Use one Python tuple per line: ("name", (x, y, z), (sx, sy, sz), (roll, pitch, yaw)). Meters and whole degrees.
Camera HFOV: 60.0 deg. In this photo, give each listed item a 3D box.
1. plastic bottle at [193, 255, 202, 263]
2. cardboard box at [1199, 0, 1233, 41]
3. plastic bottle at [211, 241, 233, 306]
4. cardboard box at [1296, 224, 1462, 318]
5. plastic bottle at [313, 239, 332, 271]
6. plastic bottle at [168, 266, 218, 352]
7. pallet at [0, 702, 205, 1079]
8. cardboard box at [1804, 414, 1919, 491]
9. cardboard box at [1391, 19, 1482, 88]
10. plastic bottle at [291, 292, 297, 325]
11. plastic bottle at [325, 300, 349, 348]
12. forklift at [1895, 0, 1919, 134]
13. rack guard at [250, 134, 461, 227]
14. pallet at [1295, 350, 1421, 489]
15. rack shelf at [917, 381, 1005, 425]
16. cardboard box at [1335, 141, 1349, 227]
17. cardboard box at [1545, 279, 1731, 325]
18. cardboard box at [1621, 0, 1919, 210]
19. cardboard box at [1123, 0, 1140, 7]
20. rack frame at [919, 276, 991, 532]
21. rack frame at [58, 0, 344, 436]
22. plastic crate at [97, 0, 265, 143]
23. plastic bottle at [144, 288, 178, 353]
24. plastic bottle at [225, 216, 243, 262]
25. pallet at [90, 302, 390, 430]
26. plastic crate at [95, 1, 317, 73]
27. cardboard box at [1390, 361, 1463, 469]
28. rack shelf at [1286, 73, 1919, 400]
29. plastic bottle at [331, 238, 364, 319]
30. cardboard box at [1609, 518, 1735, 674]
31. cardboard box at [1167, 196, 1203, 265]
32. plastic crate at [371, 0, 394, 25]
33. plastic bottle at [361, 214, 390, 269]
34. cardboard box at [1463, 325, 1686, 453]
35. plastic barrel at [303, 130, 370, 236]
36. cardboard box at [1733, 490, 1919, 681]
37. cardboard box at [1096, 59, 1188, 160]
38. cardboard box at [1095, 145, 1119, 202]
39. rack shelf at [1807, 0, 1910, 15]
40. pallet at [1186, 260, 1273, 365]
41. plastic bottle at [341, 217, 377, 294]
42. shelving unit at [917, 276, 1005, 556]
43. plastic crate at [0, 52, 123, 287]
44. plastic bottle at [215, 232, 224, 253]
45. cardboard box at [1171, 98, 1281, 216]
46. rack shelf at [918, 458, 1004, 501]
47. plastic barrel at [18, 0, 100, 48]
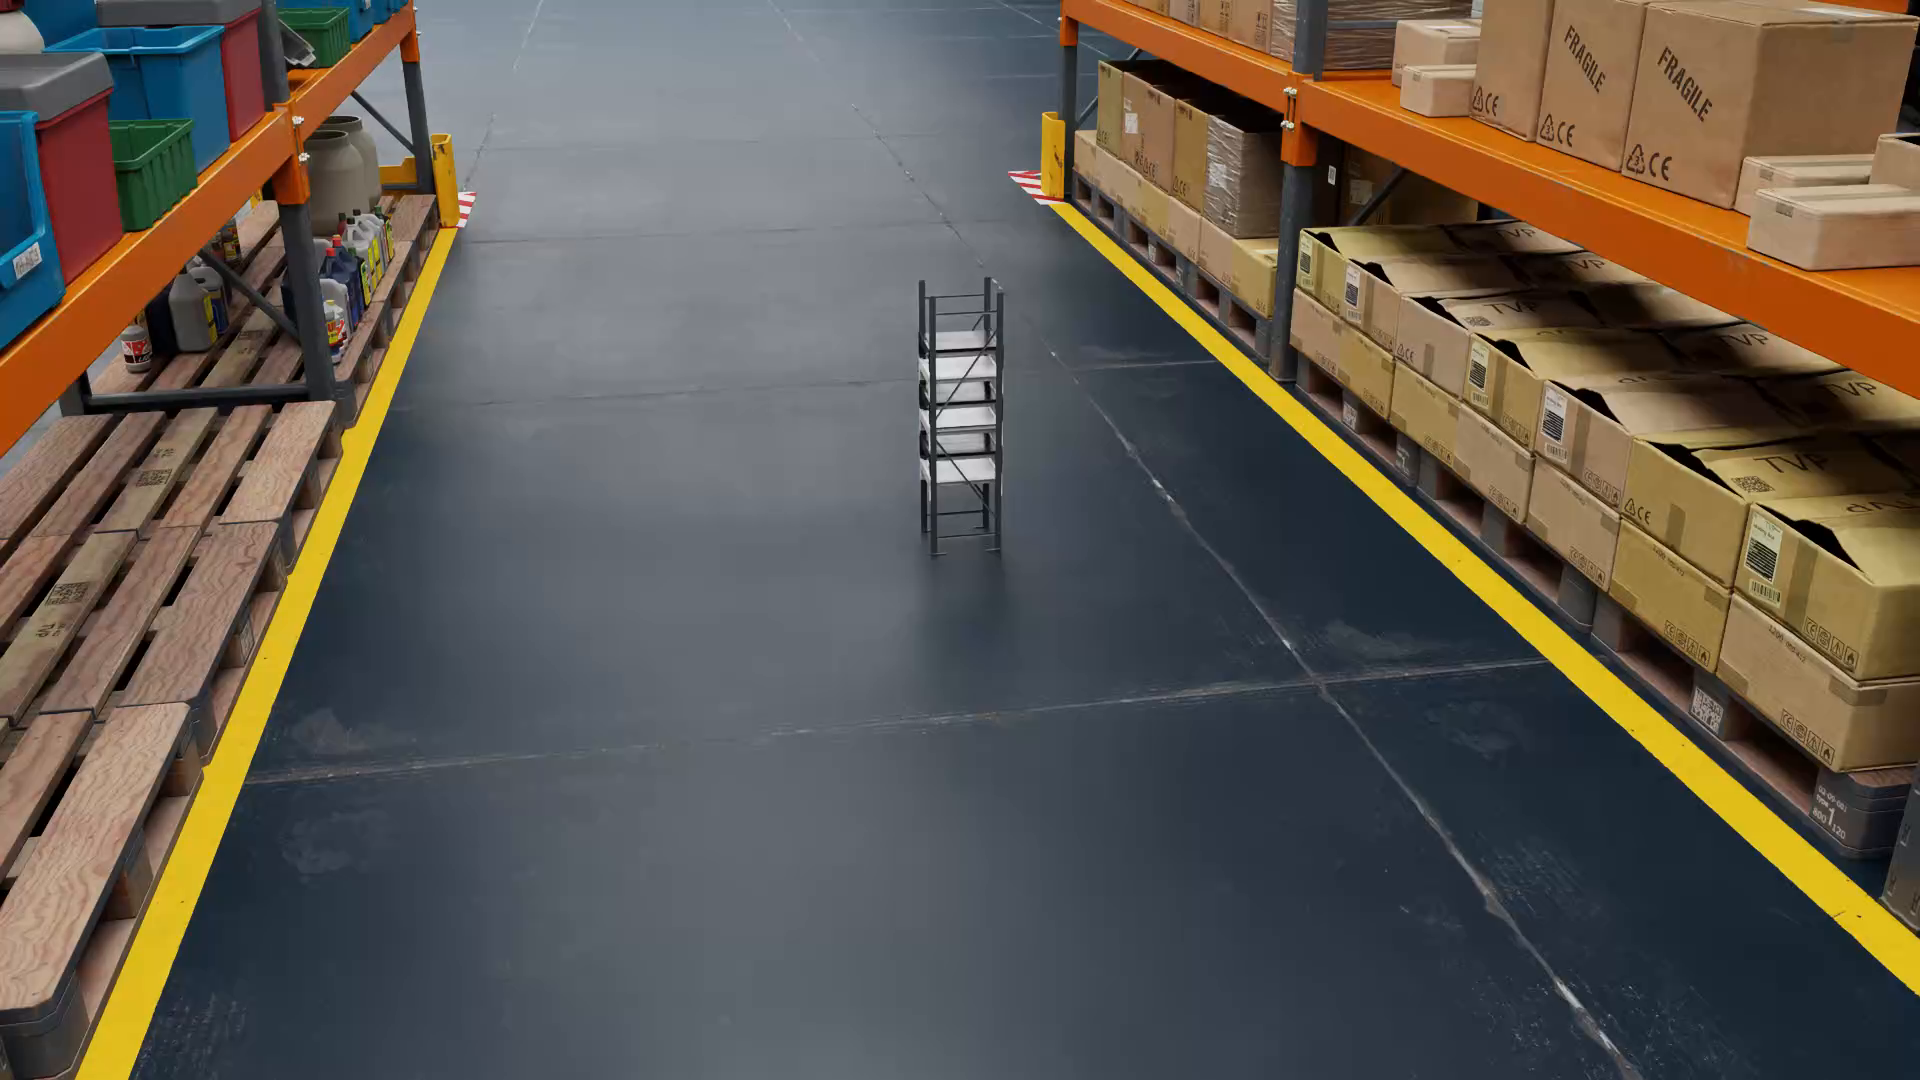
("plastic bottle", (-3.513, -1.210, 7.627), (0.152, 0.276, 0.135), (-4, 24, -9))
("cardboard box", (1.598, -2.748, 8.169), (0.700, 0.500, 0.500), (-4, 24, -9))
("plastic bottle", (-3.408, -1.222, 7.644), (0.061, 0.283, 0.133), (-4, 24, -10))
("cardboard box", (1.711, -1.132, 6.804), (0.500, 0.311, 0.500), (-4, 24, -10))
("plastic bottle", (-2.985, -1.280, 7.787), (0.152, 0.276, 0.135), (-4, 24, -10))
("plastic bottle", (-3.250, -0.989, 7.026), (0.144, 0.351, 0.185), (-4, 24, -10))
("pallet", (-2.355, 0.785, 3.688), (1.003, 0.211, 1.213), (-4, 24, -10))
("cardboard box", (2.705, -0.173, 4.609), (0.500, 0.311, 0.500), (-5, 24, -11))
("cardboard box", (2.013, -1.864, 6.458), (0.500, 0.250, 0.500), (-3, 24, -6))
("plastic bottle", (-2.809, -0.990, 7.113), (0.061, 0.283, 0.133), (-4, 24, -10))
("plastic bottle", (-2.655, -0.915, 7.044), (0.097, 0.201, 0.097), (0, 24, 0))
("forklift", (4.863, -2.154, 7.020), (3.031, 2.935, 1.130), (7, 25, 16))
("rack guard", (-3.669, -2.160, 10.070), (1.175, 0.500, 0.348), (-4, 24, -10))
("pallet", (2.054, -0.559, 6.765), (1.003, 0.211, 1.213), (-4, 24, -10))
("rack shelf", (0.001, -0.461, 5.540), (0.258, 0.077, 0.200), (-4, 24, -10))
("cardboard box", (2.001, -1.801, 8.100), (0.500, 0.500, 0.500), (-4, 24, -10))
("cardboard box", (2.428, -0.774, 5.985), (0.500, 0.311, 0.500), (-4, 24, -10))
("cardboard box", (2.293, -1.255, 4.750), (0.500, 0.500, 0.500), (-6, 24, -13))
("cardboard box", (1.315, -3.352, 9.552), (0.700, 0.500, 0.500), (-4, 24, -8))
("rack frame", (-0.017, -0.449, 5.654), (0.240, 0.900, 0.006), (-4, 24, -10))
("rack frame", (-2.989, -1.758, 6.028), (1.000, 3.000, 0.127), (-4, 24, -10))
("plastic crate", (-2.599, -1.620, 5.631), (0.402, 0.464, 0.583), (-4, 24, -10))
("plastic bottle", (-3.392, -0.978, 7.001), (0.144, 0.351, 0.185), (-5, 24, -11))
("plastic bottle", (-3.700, -1.547, 8.403), (0.097, 0.271, 0.097), (0, 24, 0))
("pallet", (-3.073, -0.748, 7.198), (1.003, 0.211, 1.213), (-4, 24, -10))
("plastic crate", (-2.961, -1.945, 6.533), (0.767, 0.338, 0.504), (-4, 24, -10))
("cardboard box", (1.902, -0.474, 5.998), (0.500, 0.250, 0.500), (-5, 24, -11))
("rack shelf", (2.249, -1.007, 5.207), (1.077, 0.370, 4.000), (-4, 24, -10))
("plastic bottle", (-2.766, -1.168, 7.437), (0.144, 0.351, 0.185), (-5, 24, -12))
("cardboard box", (2.183, 0.126, 4.624), (0.500, 0.250, 0.500), (-5, 24, -10))
("cardboard box", (1.389, -1.615, 8.611), (0.500, 0.250, 0.500), (-4, 24, -10))
("plastic crate", (-3.228, -2.833, 8.674), (0.499, 0.251, 0.408), (-4, 24, -10))
("plastic bottle", (-2.939, -1.494, 8.276), (0.152, 0.276, 0.135), (-4, 24, -9))
("cardboard box", (1.996, -0.527, 5.419), (0.500, 0.311, 0.500), (-4, 24, -8))
("plastic barrel", (-3.439, -1.934, 9.013), (0.421, 0.512, 0.421), (0, 24, 0))
("cardboard box", (2.280, 0.073, 4.046), (0.500, 0.311, 0.500), (-4, 24, -8))
("cardboard box", (1.115, -2.549, 9.812), (0.500, 0.500, 0.500), (-4, 24, -10))
("cardboard box", (1.116, -2.205, 9.962), (0.500, 0.250, 0.500), (-4, 24, -10))
("rack shelf", (6.377, -2.948, 9.652), (1.077, 0.370, 4.000), (-4, 24, -10))
("pallet", (1.773, -1.161, 8.145), (1.003, 0.211, 1.213), (-4, 24, -10))
("plastic bottle", (-2.844, -1.336, 7.820), (0.144, 0.351, 0.185), (-4, 24, -10))
("shelving unit", (0.001, -0.409, 5.563), (0.258, 0.900, 0.210), (-4, 24, -10))
("plastic crate", (-2.248, -0.872, 3.920), (0.402, 0.464, 0.583), (-4, 24, -10))
("plastic bottle", (-3.637, -1.412, 8.094), (0.097, 0.271, 0.097), (0, 24, 0))
("cardboard box", (1.402, -1.960, 8.463), (0.500, 0.500, 0.500), (-4, 24, -10))
("rack shelf", (0.002, -0.214, 5.648), (0.258, 0.077, 0.200), (-4, 24, -10))
("plastic barrel", (-3.216, -1.814, 5.528), (0.600, 0.901, 0.708), (-4, 24, -10))
